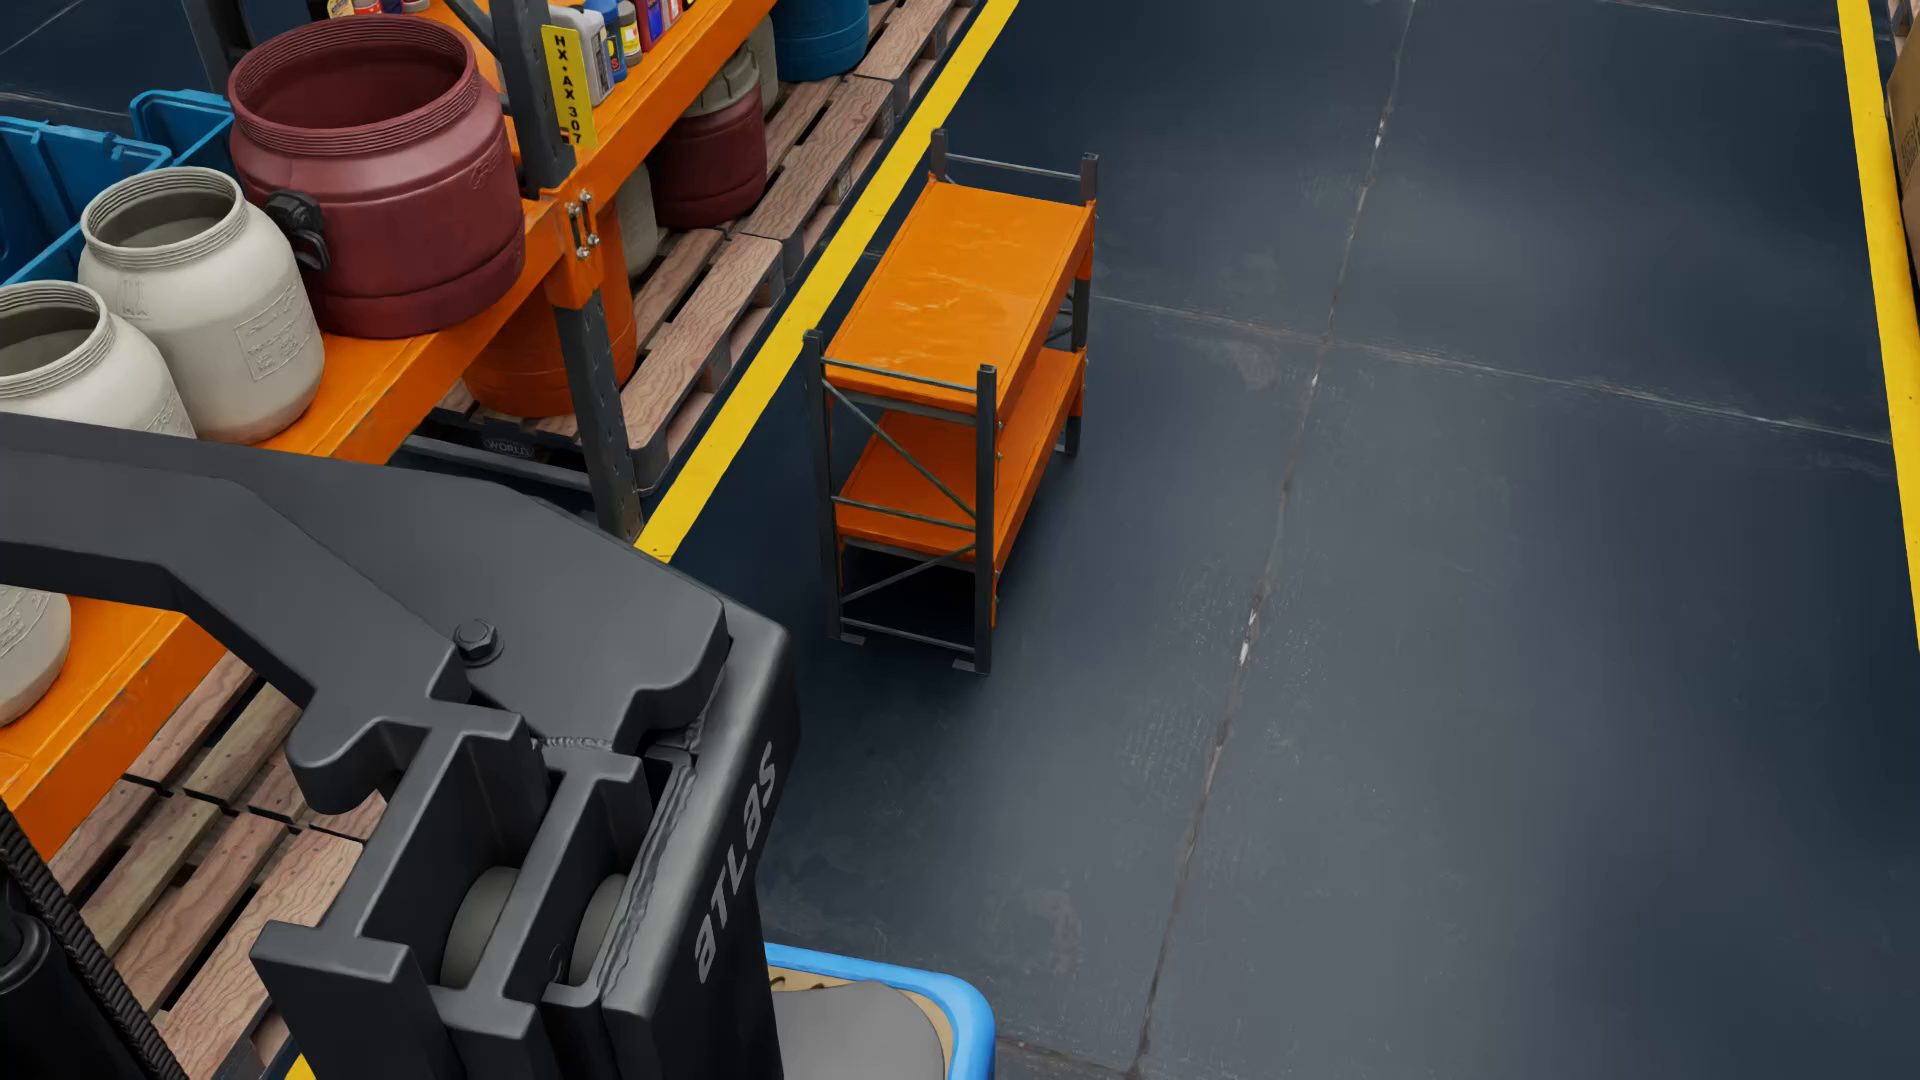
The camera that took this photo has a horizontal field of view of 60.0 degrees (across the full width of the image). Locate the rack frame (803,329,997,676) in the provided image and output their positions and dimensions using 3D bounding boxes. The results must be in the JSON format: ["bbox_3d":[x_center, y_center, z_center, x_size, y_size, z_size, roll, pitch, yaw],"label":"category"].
[{"bbox_3d":[-0.152,-0.068,4.515,0.500,1.125,0.032,13,46,13],"label":"rack frame"}]

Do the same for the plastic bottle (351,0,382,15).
[{"bbox_3d":[-1.728,-1.539,4.820,0.097,0.201,0.097,0,44,0],"label":"plastic bottle"}]

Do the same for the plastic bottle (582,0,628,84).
[{"bbox_3d":[-0.996,-1.422,4.651,0.097,0.271,0.097,0,44,0],"label":"plastic bottle"}]

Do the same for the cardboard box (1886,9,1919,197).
[{"bbox_3d":[4.260,-1.754,6.117,1.225,0.875,0.875,13,46,13],"label":"cardboard box"}]

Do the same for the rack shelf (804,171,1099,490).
[{"bbox_3d":[0.002,-0.616,4.656,0.538,0.278,1.000,13,46,13],"label":"rack shelf"}]

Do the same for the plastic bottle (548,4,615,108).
[{"bbox_3d":[-1.058,-1.352,4.576,0.152,0.276,0.135,13,46,13],"label":"plastic bottle"}]

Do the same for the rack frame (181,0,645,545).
[{"bbox_3d":[-1.497,-1.177,4.308,1.000,3.000,0.127,13,46,13],"label":"rack frame"}]

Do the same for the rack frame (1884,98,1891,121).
[{"bbox_3d":[4.435,-2.794,5.961,1.000,3.000,0.127,13,46,13],"label":"rack frame"}]

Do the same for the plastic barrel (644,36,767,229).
[{"bbox_3d":[-1.023,-1.548,6.111,0.600,0.588,0.708,13,46,13],"label":"plastic barrel"}]

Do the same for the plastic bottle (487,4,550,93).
[{"bbox_3d":[-1.203,-1.385,4.609,0.152,0.276,0.135,13,46,13],"label":"plastic bottle"}]

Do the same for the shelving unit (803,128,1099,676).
[{"bbox_3d":[0.002,-0.407,4.861,0.538,1.125,1.048,13,46,13],"label":"shelving unit"}]

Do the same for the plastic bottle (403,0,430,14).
[{"bbox_3d":[-1.659,-1.693,4.977,0.097,0.201,0.097,0,44,0],"label":"plastic bottle"}]

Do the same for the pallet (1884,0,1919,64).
[{"bbox_3d":[4.740,-2.288,7.437,1.003,0.211,1.213,13,46,13],"label":"pallet"}]

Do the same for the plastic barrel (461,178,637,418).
[{"bbox_3d":[-1.365,-0.881,5.257,0.600,0.830,0.708,13,46,13],"label":"plastic barrel"}]

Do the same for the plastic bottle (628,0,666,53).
[{"bbox_3d":[-0.915,-1.565,4.788,0.061,0.283,0.133,13,46,13],"label":"plastic bottle"}]

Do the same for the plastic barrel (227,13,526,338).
[{"bbox_3d":[-1.348,-0.852,3.879,0.600,0.536,0.708,13,46,13],"label":"plastic barrel"}]

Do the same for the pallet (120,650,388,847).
[{"bbox_3d":[-1.768,0.328,4.764,1.003,0.211,1.213,13,46,13],"label":"pallet"}]

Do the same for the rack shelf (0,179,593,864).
[{"bbox_3d":[-2.102,0.413,3.197,1.077,0.370,4.000,13,46,13],"label":"rack shelf"}]

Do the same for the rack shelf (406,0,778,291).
[{"bbox_3d":[-0.891,-2.253,5.922,1.077,0.370,4.000,13,46,13],"label":"rack shelf"}]

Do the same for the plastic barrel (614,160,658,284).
[{"bbox_3d":[-1.279,-1.163,5.772,0.421,0.512,0.421,0,44,0],"label":"plastic barrel"}]

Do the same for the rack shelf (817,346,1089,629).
[{"bbox_3d":[0.002,-0.232,5.032,0.538,0.278,1.000,13,46,13],"label":"rack shelf"}]

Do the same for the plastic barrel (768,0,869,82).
[{"bbox_3d":[-0.681,-2.412,6.770,0.600,0.901,0.708,13,46,13],"label":"plastic barrel"}]

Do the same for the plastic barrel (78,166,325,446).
[{"bbox_3d":[-1.605,-0.486,3.522,0.421,0.512,0.421,0,44,0],"label":"plastic barrel"}]

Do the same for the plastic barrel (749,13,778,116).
[{"bbox_3d":[-0.937,-1.916,6.541,0.421,0.512,0.421,0,44,0],"label":"plastic barrel"}]

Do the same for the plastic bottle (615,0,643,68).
[{"bbox_3d":[-0.967,-1.462,4.742,0.097,0.201,0.097,0,44,0],"label":"plastic bottle"}]

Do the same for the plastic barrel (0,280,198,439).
[{"bbox_3d":[-1.732,-0.205,3.235,0.421,0.512,0.421,0,44,0],"label":"plastic barrel"}]

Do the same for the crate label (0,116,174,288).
[{"bbox_3d":[-2.055,-0.585,3.677,0.502,0.435,0.616,13,46,13],"label":"crate label"}]

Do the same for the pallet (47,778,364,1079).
[{"bbox_3d":[-2.140,1.138,3.936,1.003,0.211,1.213,13,46,13],"label":"pallet"}]

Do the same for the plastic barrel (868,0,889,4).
[{"bbox_3d":[-0.466,-2.884,7.253,0.600,0.901,0.708,13,46,13],"label":"plastic barrel"}]

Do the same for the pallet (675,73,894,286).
[{"bbox_3d":[-0.926,-1.525,6.658,1.003,0.211,1.213,13,46,13],"label":"pallet"}]

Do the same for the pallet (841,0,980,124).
[{"bbox_3d":[-0.559,-2.341,7.491,1.003,0.211,1.213,13,46,13],"label":"pallet"}]

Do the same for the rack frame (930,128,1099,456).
[{"bbox_3d":[0.156,-0.745,5.207,0.500,1.125,0.032,13,46,13],"label":"rack frame"}]

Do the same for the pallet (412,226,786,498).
[{"bbox_3d":[-1.298,-0.715,5.829,1.003,0.211,1.213,13,46,13],"label":"pallet"}]

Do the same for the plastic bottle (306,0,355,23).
[{"bbox_3d":[-1.781,-1.495,4.717,0.061,0.283,0.133,13,46,13],"label":"plastic bottle"}]

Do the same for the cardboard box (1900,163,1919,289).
[{"bbox_3d":[3.991,-1.158,5.508,1.225,0.875,0.875,11,45,11],"label":"cardboard box"}]

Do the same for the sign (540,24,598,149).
[{"bbox_3d":[-0.970,-1.123,4.137,0.100,0.325,0.005,13,46,13],"label":"sign"}]

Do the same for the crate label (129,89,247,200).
[{"bbox_3d":[-1.981,-0.916,4.161,0.303,0.233,0.416,13,46,13],"label":"crate label"}]

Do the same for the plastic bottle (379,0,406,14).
[{"bbox_3d":[-1.711,-1.649,4.874,0.061,0.283,0.133,13,46,13],"label":"plastic bottle"}]

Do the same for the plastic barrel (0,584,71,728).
[{"bbox_3d":[-1.856,0.072,2.934,0.433,0.535,0.433,0,44,0],"label":"plastic barrel"}]

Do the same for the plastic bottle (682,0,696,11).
[{"bbox_3d":[-0.833,-1.743,4.970,0.061,0.283,0.133,13,46,13],"label":"plastic bottle"}]

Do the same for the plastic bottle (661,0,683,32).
[{"bbox_3d":[-0.917,-1.661,4.891,0.152,0.276,0.135,13,46,13],"label":"plastic bottle"}]
